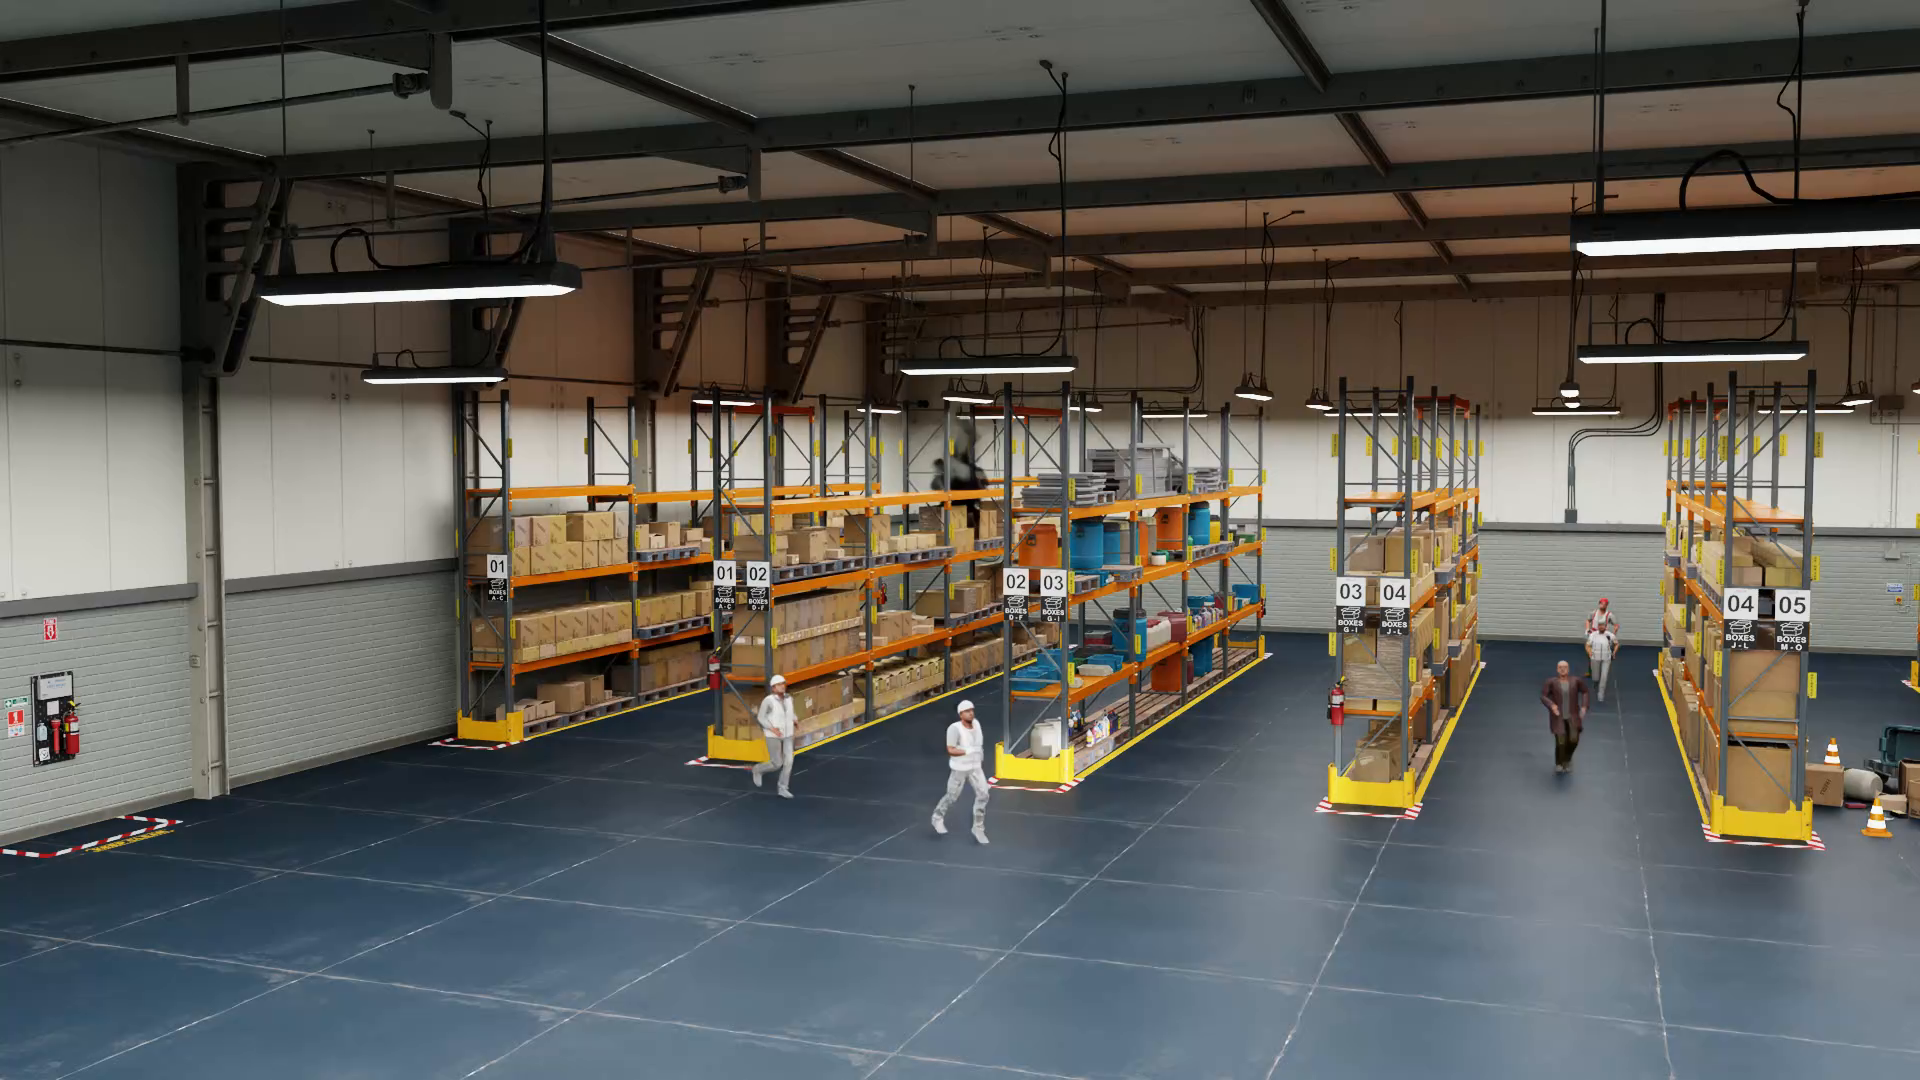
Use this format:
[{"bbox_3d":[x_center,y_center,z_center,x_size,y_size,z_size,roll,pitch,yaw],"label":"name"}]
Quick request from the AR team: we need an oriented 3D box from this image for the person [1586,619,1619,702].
[{"bbox_3d":[12.752,2.382,33.016,0.621,1.624,0.769,1,3,22],"label":"person"}]

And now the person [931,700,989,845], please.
[{"bbox_3d":[0.046,2.942,21.235,0.693,1.830,0.923,-3,4,-39],"label":"person"}]

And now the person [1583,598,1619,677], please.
[{"bbox_3d":[14.043,2.136,36.443,0.721,1.742,0.745,3,4,42],"label":"person"}]

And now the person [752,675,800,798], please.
[{"bbox_3d":[-2.640,2.818,24.032,0.667,1.761,0.735,-3,4,-42],"label":"person"}]

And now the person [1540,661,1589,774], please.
[{"bbox_3d":[9.288,2.722,25.527,0.722,1.735,0.660,1,3,15],"label":"person"}]
